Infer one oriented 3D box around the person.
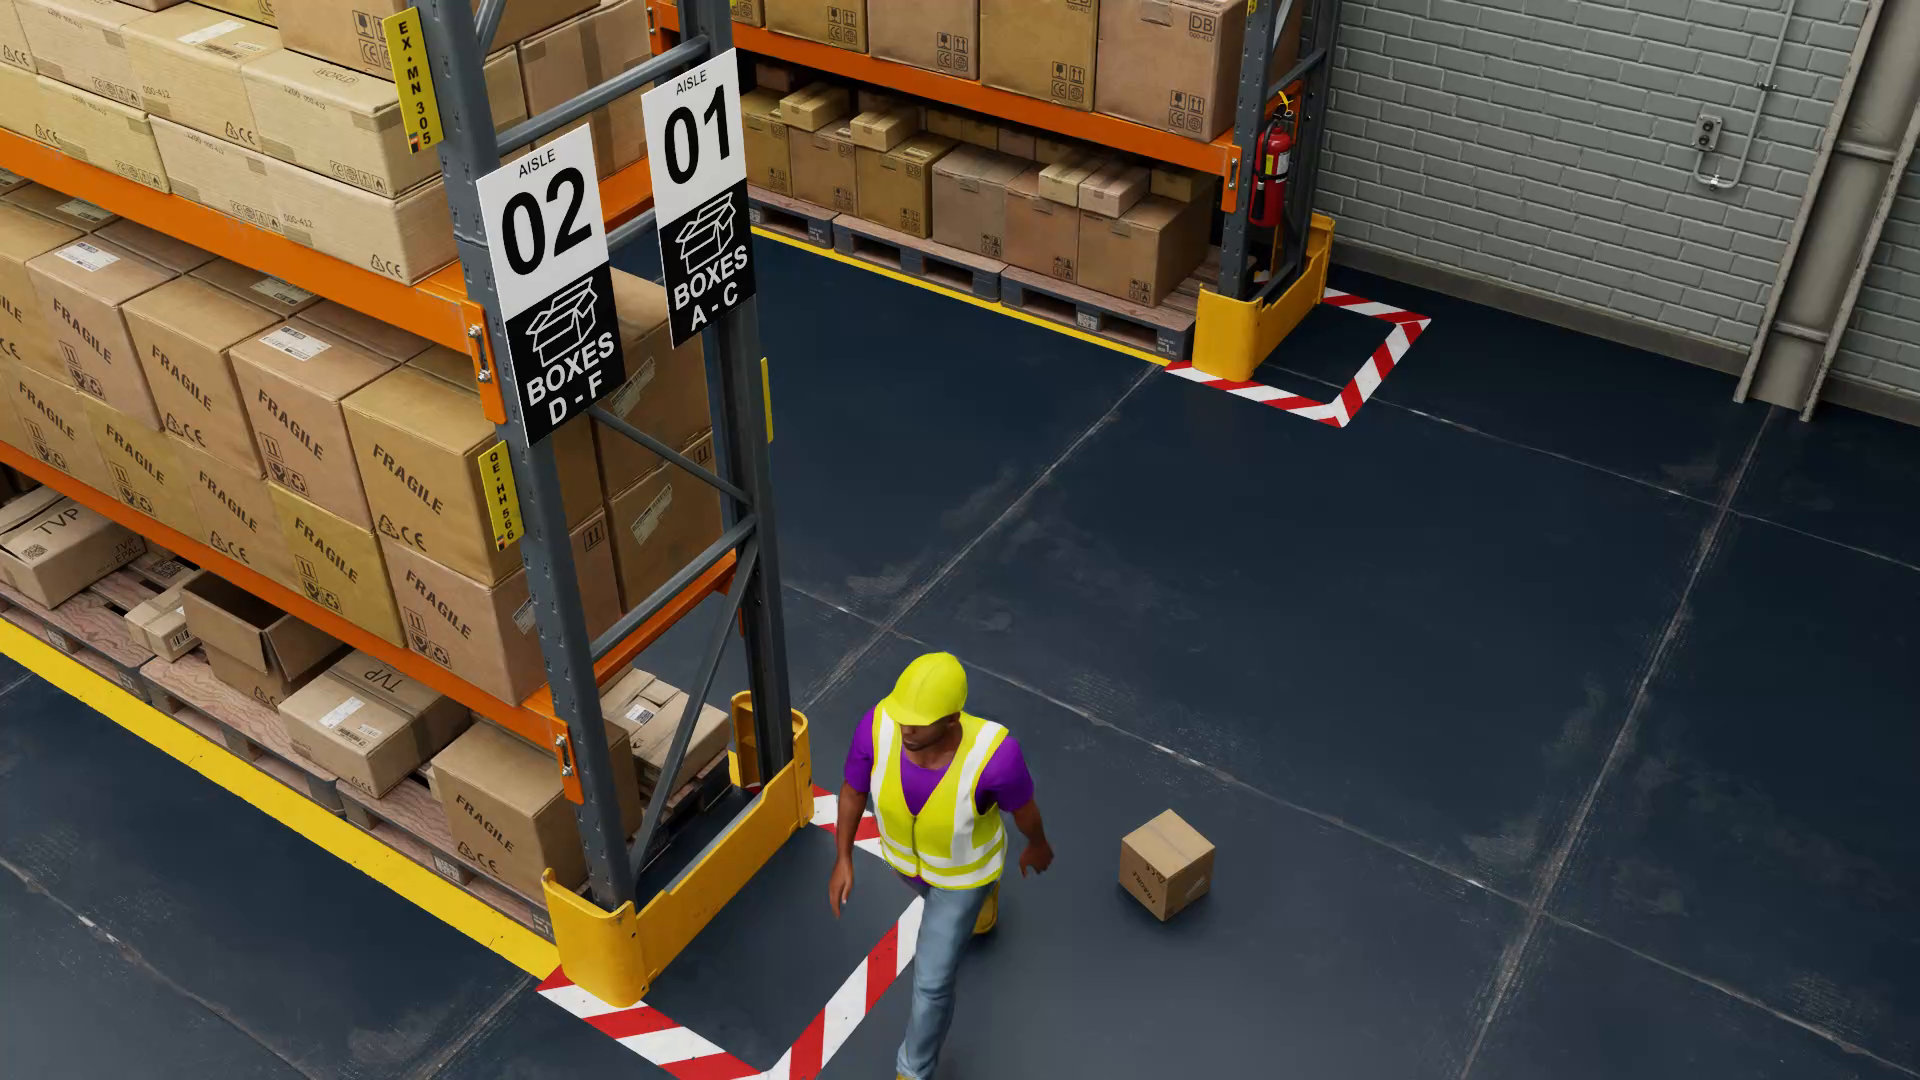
[{"bbox_3d":[-0.066,1.003,5.417,0.608,1.709,1.123,20,42,23],"label":"person"}]
